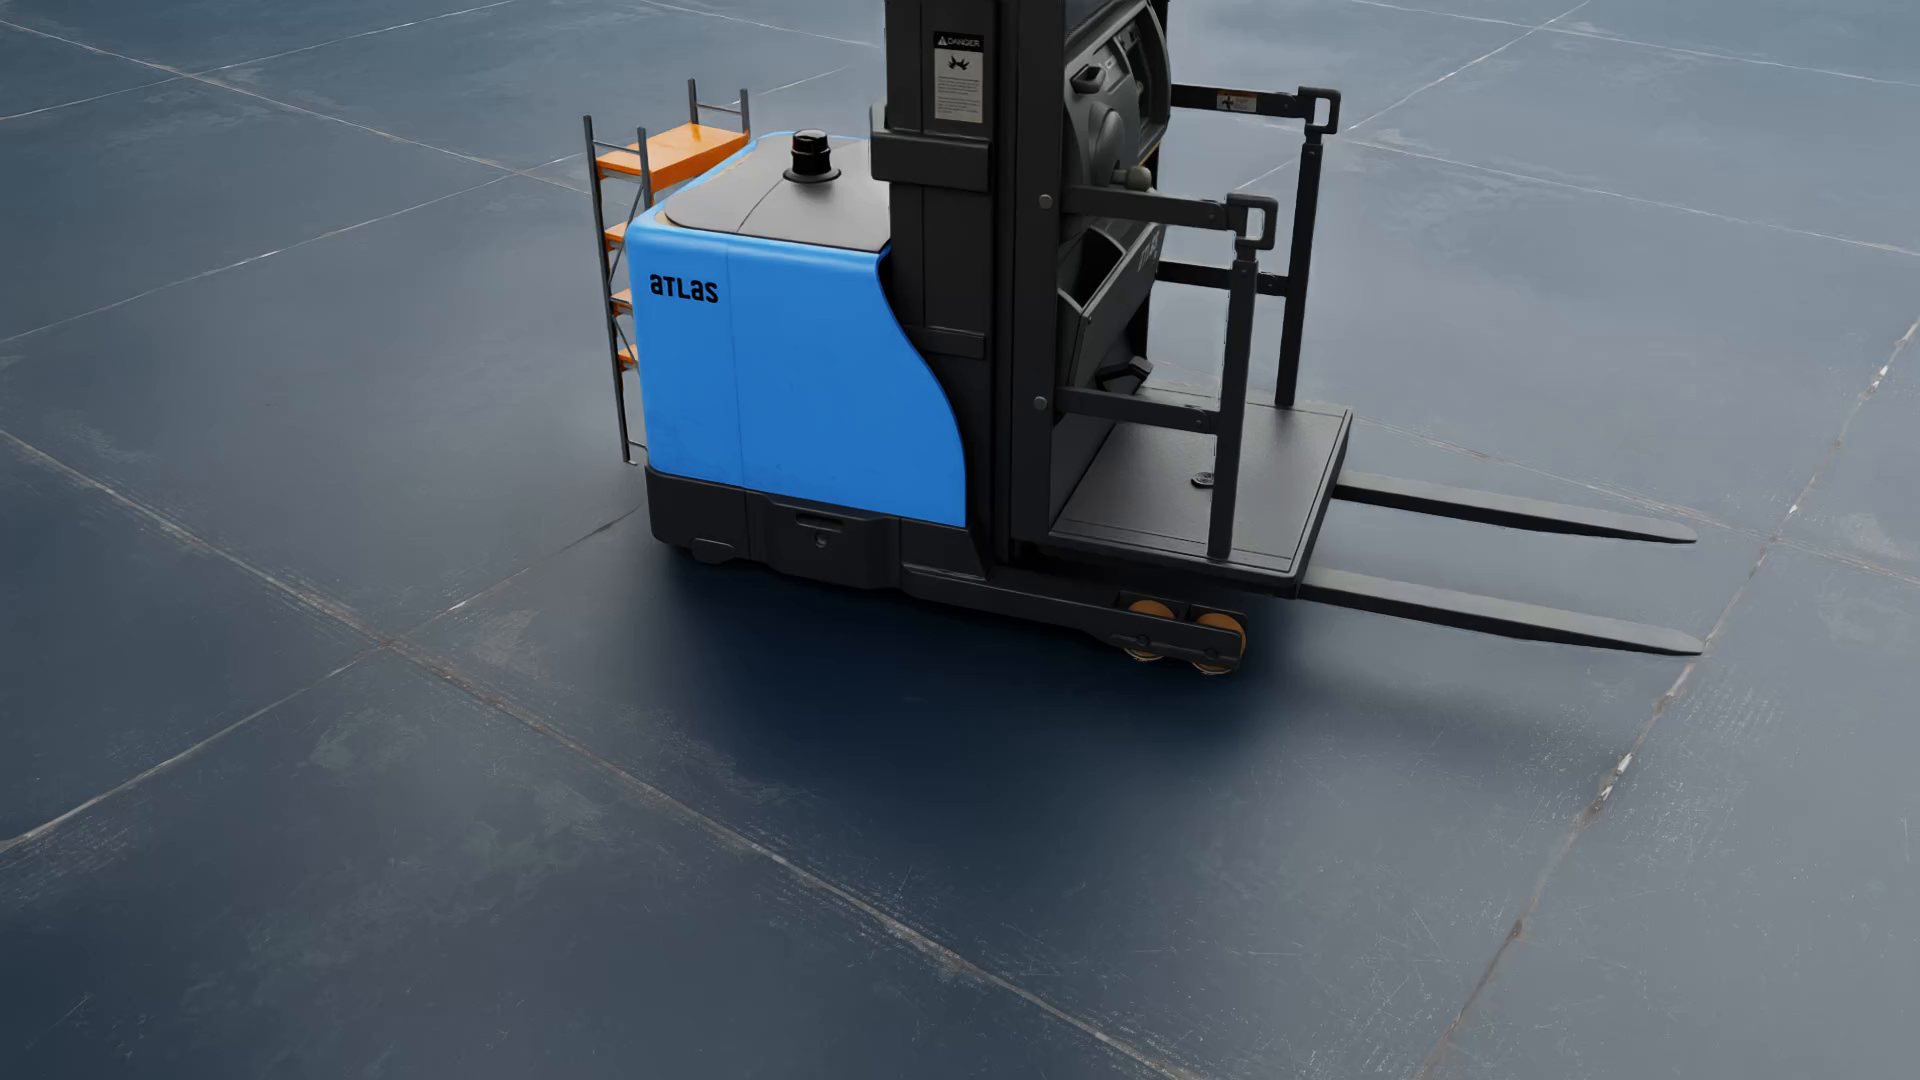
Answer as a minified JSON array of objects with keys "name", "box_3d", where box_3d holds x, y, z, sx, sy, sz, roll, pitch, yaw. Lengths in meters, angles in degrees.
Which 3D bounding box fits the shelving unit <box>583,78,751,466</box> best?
[{"name":"shelving unit","box_3d":[-0.918,-0.858,5.521,0.258,1.200,0.503,18,35,28]}]

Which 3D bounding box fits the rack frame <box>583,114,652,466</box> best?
[{"name":"rack frame","box_3d":[-1.050,-0.753,5.344,0.240,1.200,0.015,18,35,28]}]

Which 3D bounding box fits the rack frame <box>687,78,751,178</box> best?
[{"name":"rack frame","box_3d":[-0.787,-0.963,5.698,0.240,1.200,0.015,18,35,28]}]

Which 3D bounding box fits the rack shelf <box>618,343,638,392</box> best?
[{"name":"rack shelf","box_3d":[-0.918,-0.629,5.657,0.258,0.148,0.480,18,35,28]}]

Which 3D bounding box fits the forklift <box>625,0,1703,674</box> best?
[{"name":"forklift","box_3d":[0.614,-1.194,4.390,3.031,2.935,1.130,10,32,17]}]

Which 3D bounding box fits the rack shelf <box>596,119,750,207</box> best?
[{"name":"rack shelf","box_3d":[-0.919,-1.196,5.321,0.258,0.148,0.480,18,35,28]}]

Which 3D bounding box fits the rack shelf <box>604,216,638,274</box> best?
[{"name":"rack shelf","box_3d":[-0.918,-0.993,5.441,0.258,0.148,0.480,18,35,28]}]

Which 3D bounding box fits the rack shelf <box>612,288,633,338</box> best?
[{"name":"rack shelf","box_3d":[-0.918,-0.800,5.556,0.258,0.148,0.480,18,35,28]}]
